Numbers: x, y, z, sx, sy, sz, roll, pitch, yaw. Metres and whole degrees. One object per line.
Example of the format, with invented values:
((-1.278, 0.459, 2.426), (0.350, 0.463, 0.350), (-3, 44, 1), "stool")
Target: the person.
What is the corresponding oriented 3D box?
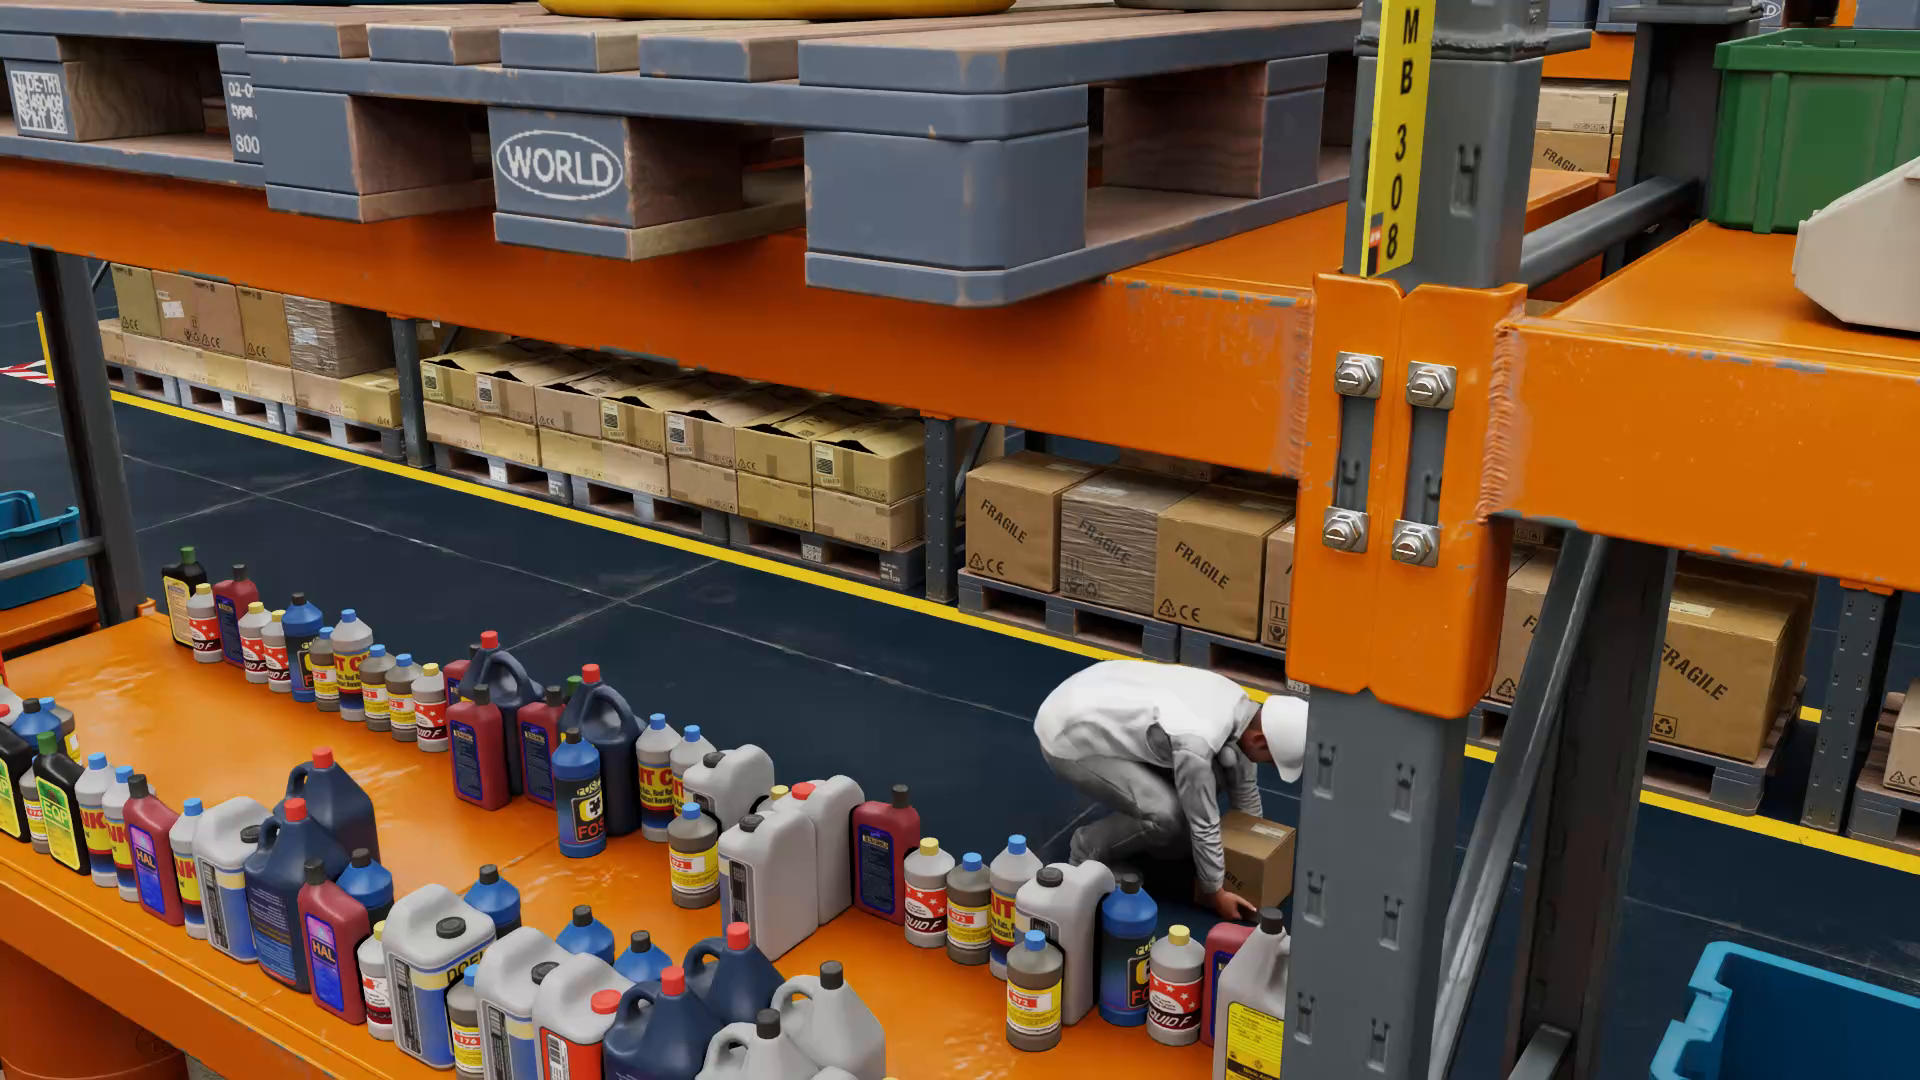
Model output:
((0.754, 0.831, 5.739), (0.972, 0.779, 0.507), (12, 23, 31), "person")
